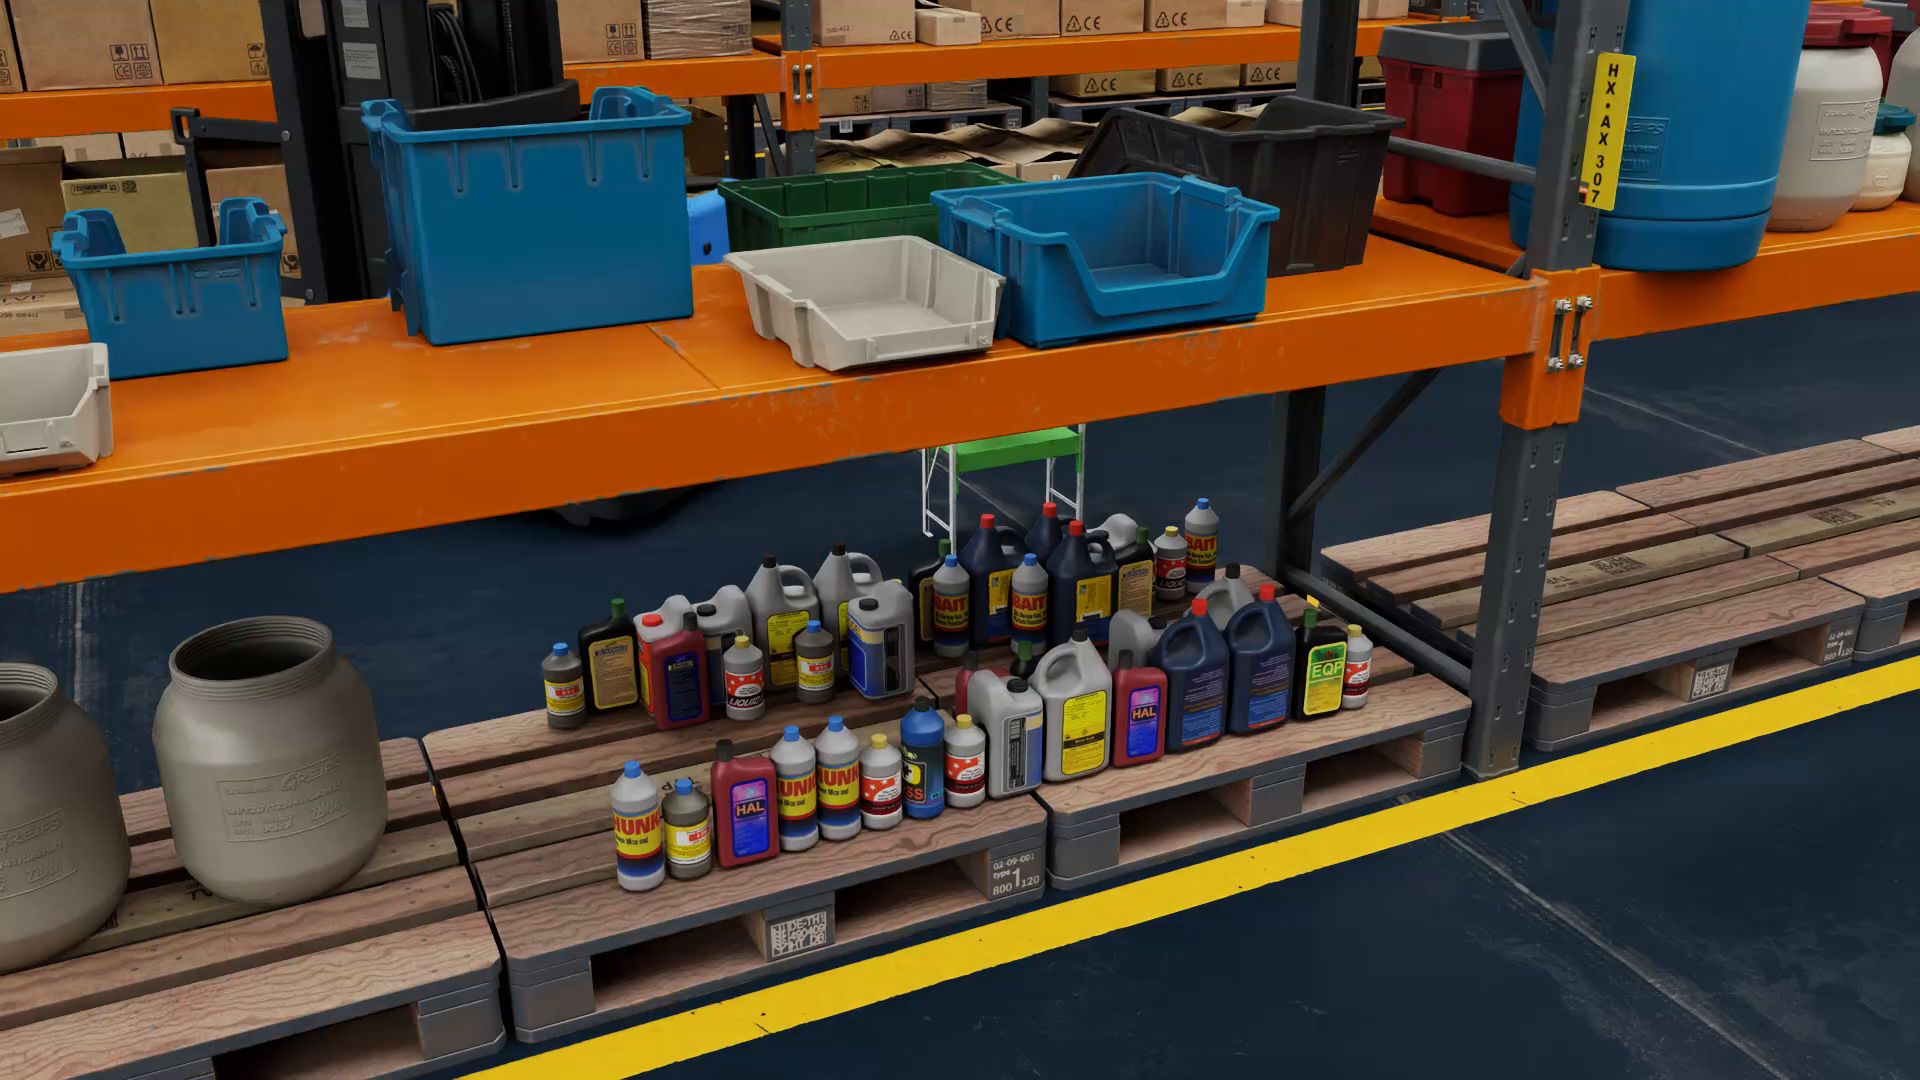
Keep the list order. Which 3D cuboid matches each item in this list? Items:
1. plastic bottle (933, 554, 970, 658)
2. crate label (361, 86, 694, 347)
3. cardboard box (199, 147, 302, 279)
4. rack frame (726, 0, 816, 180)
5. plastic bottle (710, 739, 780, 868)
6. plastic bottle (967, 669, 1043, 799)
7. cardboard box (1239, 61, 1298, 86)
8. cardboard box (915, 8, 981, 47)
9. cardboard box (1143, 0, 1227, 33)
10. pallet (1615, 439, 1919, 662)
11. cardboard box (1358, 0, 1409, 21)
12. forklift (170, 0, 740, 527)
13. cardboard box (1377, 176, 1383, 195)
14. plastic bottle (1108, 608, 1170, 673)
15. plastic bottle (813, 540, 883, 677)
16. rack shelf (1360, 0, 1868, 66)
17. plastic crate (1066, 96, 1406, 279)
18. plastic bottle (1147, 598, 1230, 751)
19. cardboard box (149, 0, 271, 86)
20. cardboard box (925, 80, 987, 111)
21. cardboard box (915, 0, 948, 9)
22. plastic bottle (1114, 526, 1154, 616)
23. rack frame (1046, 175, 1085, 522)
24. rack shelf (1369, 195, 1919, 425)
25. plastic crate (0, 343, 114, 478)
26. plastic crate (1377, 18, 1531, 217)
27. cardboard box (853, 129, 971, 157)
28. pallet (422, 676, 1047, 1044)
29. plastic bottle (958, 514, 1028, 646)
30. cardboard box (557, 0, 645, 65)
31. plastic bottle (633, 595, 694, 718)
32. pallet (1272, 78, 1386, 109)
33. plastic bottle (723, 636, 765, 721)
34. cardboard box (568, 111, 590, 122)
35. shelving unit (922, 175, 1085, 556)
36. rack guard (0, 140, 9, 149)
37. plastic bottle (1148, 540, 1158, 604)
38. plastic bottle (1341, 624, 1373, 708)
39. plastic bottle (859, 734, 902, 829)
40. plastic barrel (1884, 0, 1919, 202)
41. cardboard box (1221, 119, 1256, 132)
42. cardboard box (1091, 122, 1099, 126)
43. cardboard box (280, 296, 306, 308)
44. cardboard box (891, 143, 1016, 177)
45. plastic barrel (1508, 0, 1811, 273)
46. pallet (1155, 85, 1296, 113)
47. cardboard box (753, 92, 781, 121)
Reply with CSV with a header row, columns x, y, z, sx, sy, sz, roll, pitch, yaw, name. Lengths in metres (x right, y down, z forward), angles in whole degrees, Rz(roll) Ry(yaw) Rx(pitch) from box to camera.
x,y,z,sx,sy,sz,roll,pitch,yaw,name
-0.023,0.169,4.412,0.097,0.271,0.097,0,22,0,plastic bottle
-0.892,-0.699,3.471,0.616,0.435,0.502,-10,25,-24,crate label
-3.104,-1.445,7.385,0.500,0.500,0.500,-10,25,-24,cardboard box
-0.974,-2.655,8.243,0.127,3.000,1.000,-10,25,-24,rack frame
-0.452,0.543,3.493,0.133,0.283,0.061,-10,25,-23,plastic bottle
0.104,0.425,3.788,0.135,0.276,0.152,-10,24,-23,plastic bottle
2.754,-4.589,15.175,0.750,0.750,0.750,-10,24,-22,cardboard box
-0.087,-2.616,8.476,0.250,0.149,0.380,-10,25,-24,cardboard box
1.126,-3.081,9.141,0.500,0.500,0.500,-12,25,-26,cardboard box
2.963,-0.007,5.491,1.213,0.211,1.003,-10,25,-24,pallet
2.284,-3.232,9.754,0.500,0.311,0.500,-9,24,-20,cardboard box
-2.300,-1.755,6.158,3.031,2.935,1.130,9,24,21,forklift
2.262,-2.071,9.878,0.500,0.250,0.500,-10,24,-22,cardboard box
0.456,0.299,4.093,0.135,0.276,0.152,-10,25,-24,plastic bottle
-0.289,0.166,4.316,0.185,0.351,0.144,-11,25,-24,plastic bottle
4.433,-3.318,10.785,4.000,0.370,1.077,-10,25,-24,rack shelf
0.644,-0.876,4.026,0.504,0.338,0.767,-10,25,-24,plastic crate
0.543,0.311,3.965,0.185,0.351,0.144,-12,25,-26,plastic bottle
-3.231,-2.280,7.206,0.500,0.500,0.700,-10,25,-23,cardboard box
-0.148,-3.936,14.031,0.500,0.500,0.700,-10,25,-23,cardboard box
-0.261,-2.802,8.774,0.258,0.266,0.396,-11,25,-25,cardboard box
0.461,0.105,4.550,0.133,0.283,0.061,-10,25,-24,plastic bottle
0.369,-0.622,5.685,0.015,1.200,0.240,-10,25,-24,rack frame
2.973,-0.947,5.057,4.000,0.370,1.077,-10,25,-24,rack shelf
-1.487,-0.200,2.656,0.250,0.136,0.298,-10,25,-24,plastic crate
1.475,-1.163,4.554,0.583,0.464,0.402,-10,25,-24,plastic crate
-0.267,-2.093,9.196,0.500,0.311,0.500,-10,24,-22,cardboard box
-0.553,0.642,3.924,1.213,0.211,1.003,-10,25,-24,pallet
0.094,0.095,4.487,0.185,0.351,0.144,-12,25,-26,plastic bottle
-1.843,-2.536,7.824,0.500,0.500,0.700,-11,25,-24,cardboard box
-0.729,0.283,4.131,0.135,0.276,0.152,-10,25,-23,plastic bottle
3.420,-4.247,15.733,1.213,0.211,1.003,-10,25,-24,pallet
-0.534,0.334,4.104,0.097,0.201,0.097,0,22,0,plastic bottle
-1.975,-1.871,8.413,0.500,0.500,0.500,-10,25,-24,cardboard box
0.149,-0.582,5.587,0.503,1.200,0.258,-10,25,-24,shelving unit
-6.661,-2.556,11.271,0.348,0.500,1.175,-10,25,-24,rack guard
0.511,0.077,4.725,0.097,0.201,0.097,0,22,0,plastic bottle
0.979,0.309,4.164,0.097,0.201,0.097,0,22,0,plastic bottle
-0.176,0.522,3.650,0.097,0.201,0.097,0,22,0,plastic bottle
2.789,-1.215,4.587,0.433,0.535,0.433,0,22,0,plastic barrel
1.800,-2.241,9.556,0.500,0.311,0.500,-11,25,-24,cardboard box
1.101,-2.342,9.799,0.500,0.311,0.500,-11,25,-25,cardboard box
-3.099,-1.095,7.519,0.500,0.250,0.500,-10,25,-24,cardboard box
-0.040,-1.902,8.736,0.500,0.311,0.500,-11,25,-24,cardboard box
1.651,-1.139,3.924,0.708,0.901,0.600,-10,25,-24,plastic barrel
2.319,-4.043,15.240,1.213,0.211,1.003,-10,25,-24,pallet
-1.548,-3.712,13.488,0.500,0.500,0.700,-10,25,-23,cardboard box
